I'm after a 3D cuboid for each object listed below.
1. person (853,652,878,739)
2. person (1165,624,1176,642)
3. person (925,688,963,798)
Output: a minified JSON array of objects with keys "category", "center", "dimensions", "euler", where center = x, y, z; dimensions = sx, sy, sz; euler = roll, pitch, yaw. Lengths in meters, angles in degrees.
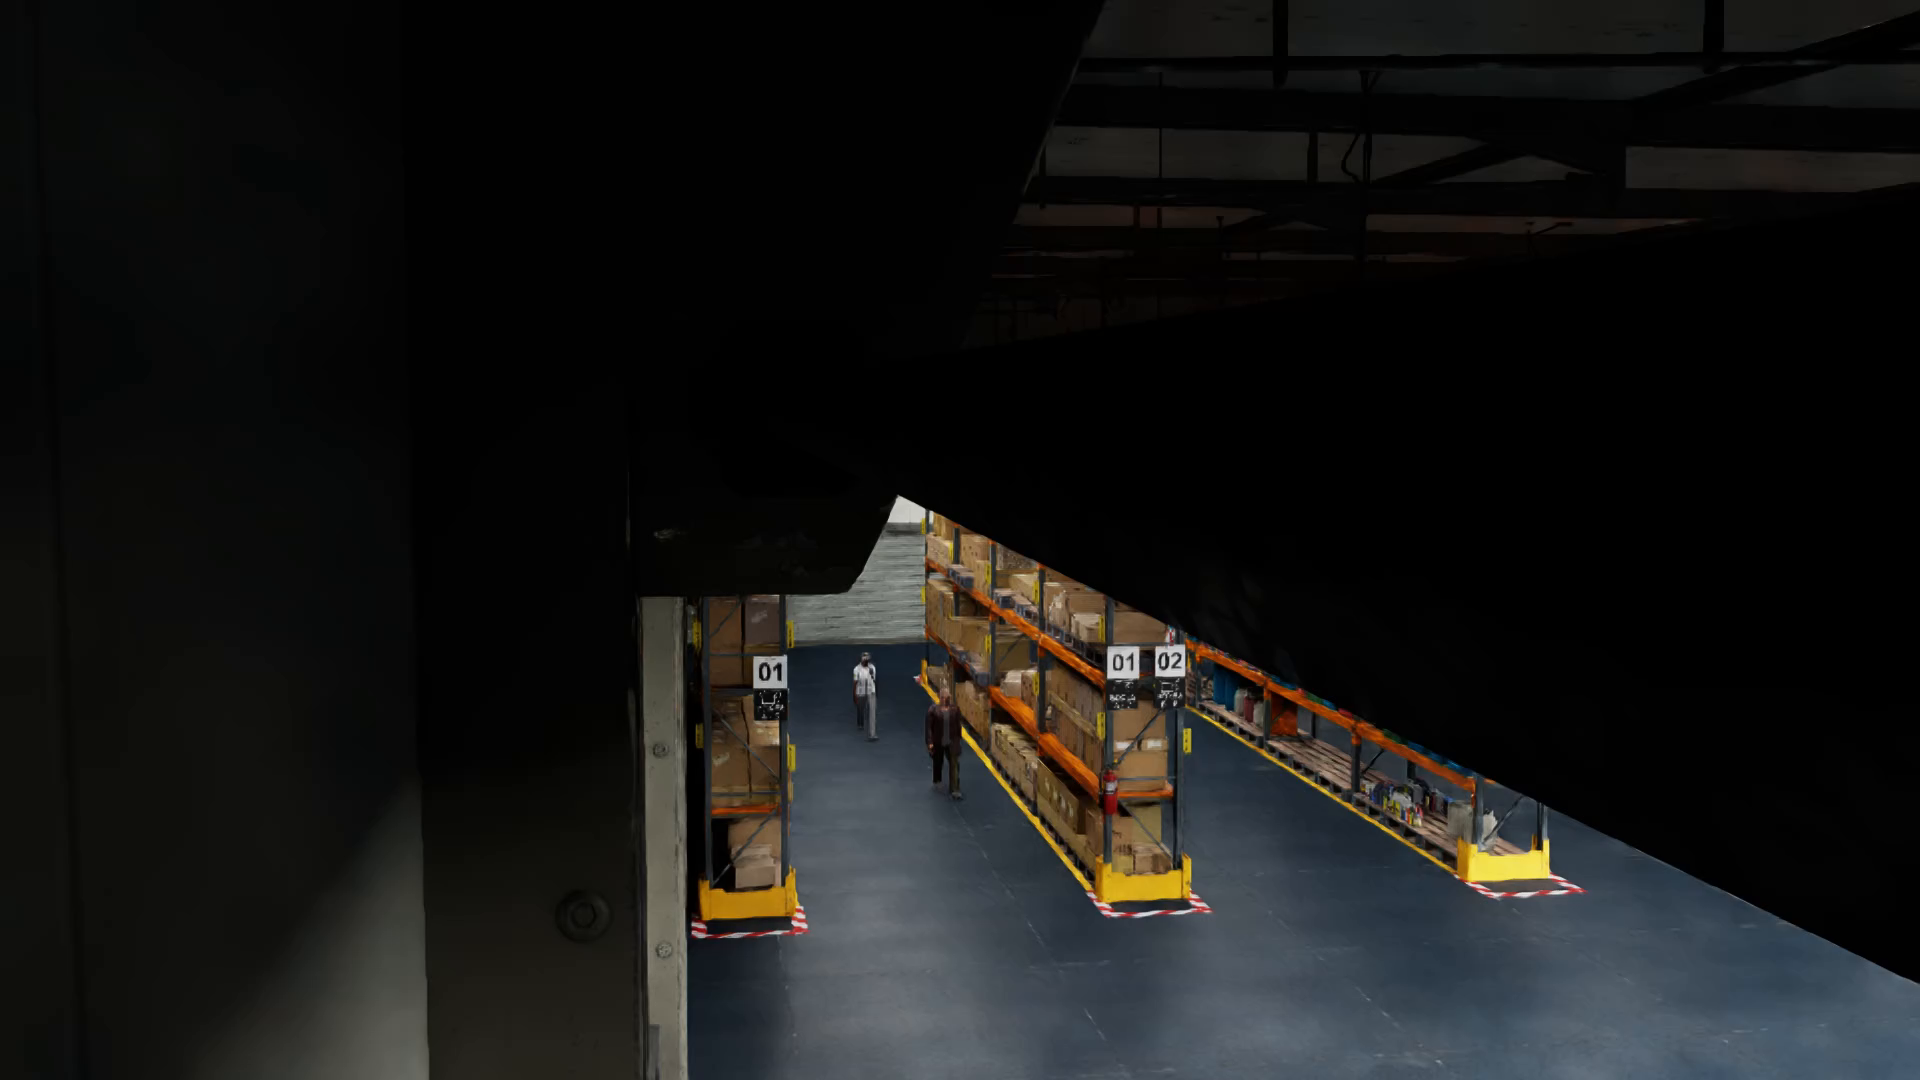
[{"category":"person","center":[-1.748,2.824,30.667],"dimensions":[0.456,1.589,1.088],"euler":[-1,5,-6]},{"category":"person","center":[4.267,2.435,34.343],"dimensions":[0.620,1.762,0.686],"euler":[2,5,23]},{"category":"person","center":[-0.248,3.162,26.174],"dimensions":[0.598,1.698,1.193],"euler":[-1,5,-7]}]
